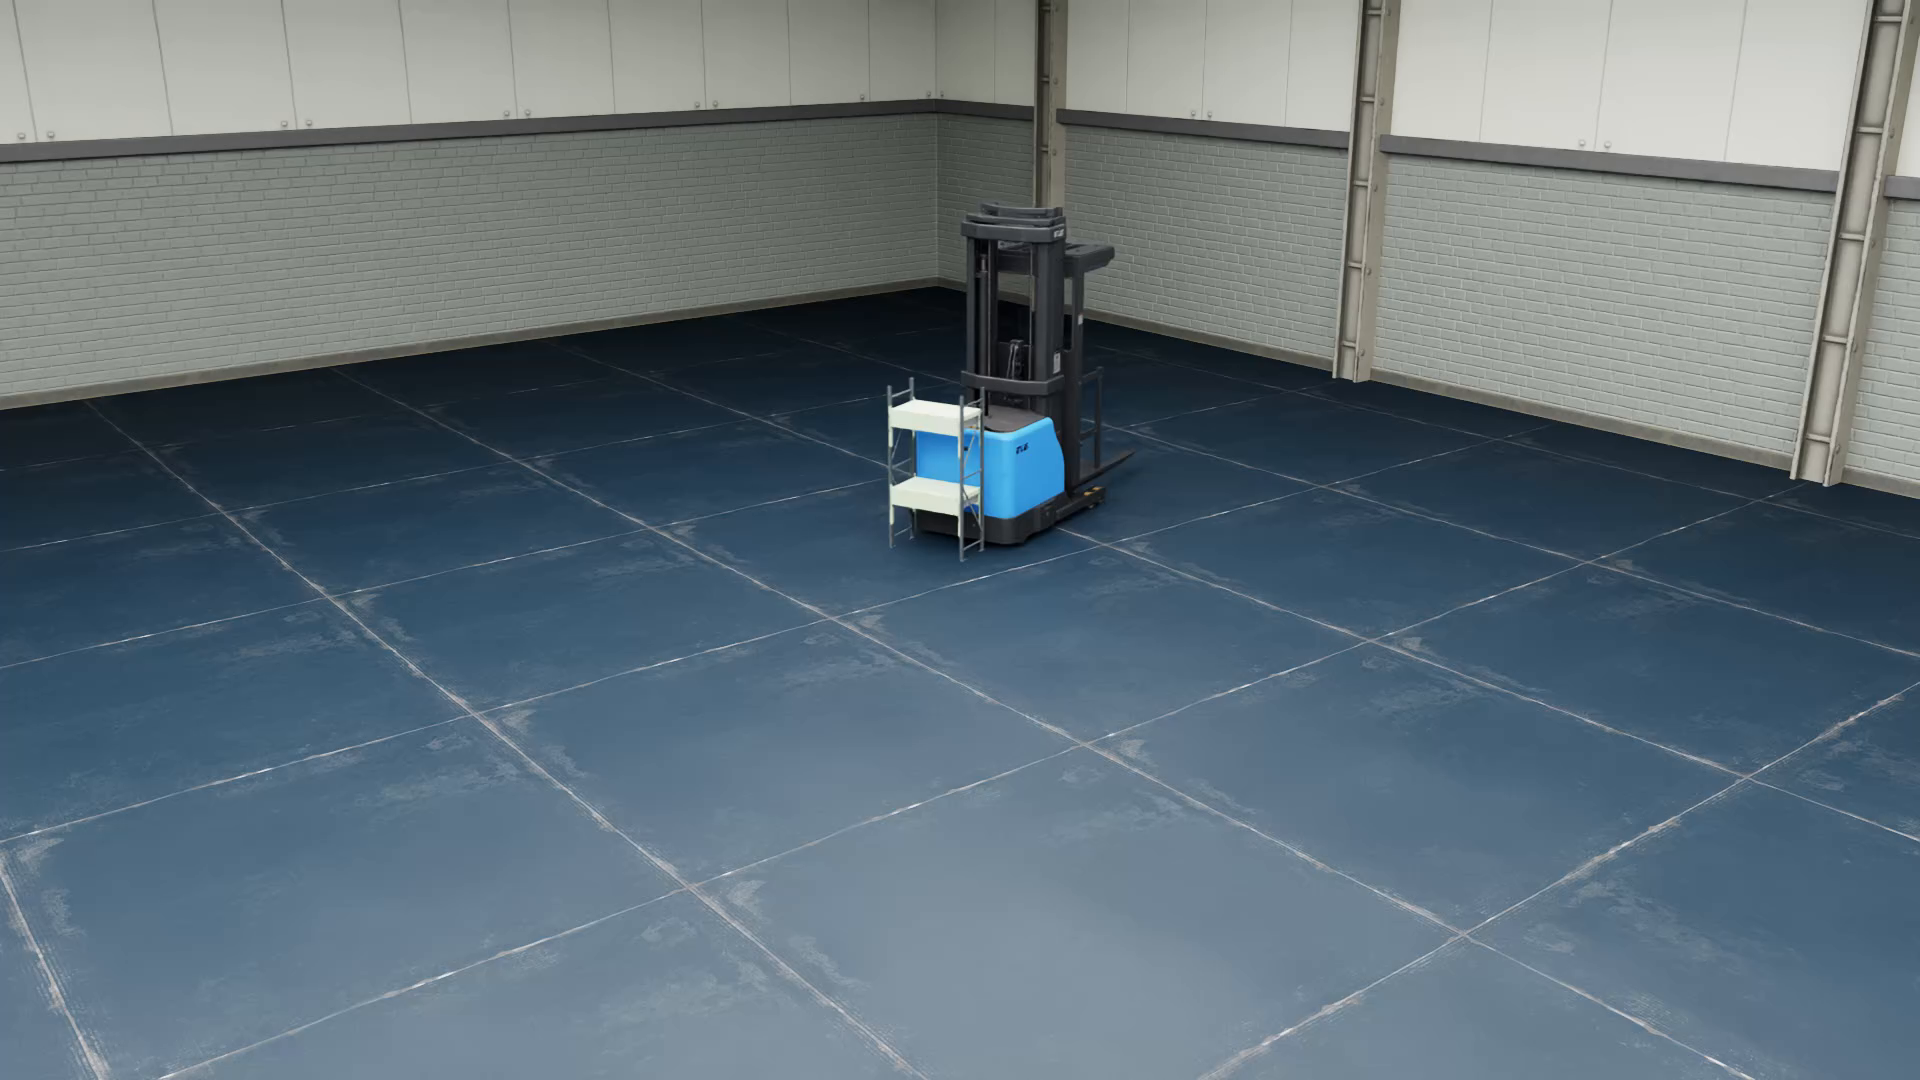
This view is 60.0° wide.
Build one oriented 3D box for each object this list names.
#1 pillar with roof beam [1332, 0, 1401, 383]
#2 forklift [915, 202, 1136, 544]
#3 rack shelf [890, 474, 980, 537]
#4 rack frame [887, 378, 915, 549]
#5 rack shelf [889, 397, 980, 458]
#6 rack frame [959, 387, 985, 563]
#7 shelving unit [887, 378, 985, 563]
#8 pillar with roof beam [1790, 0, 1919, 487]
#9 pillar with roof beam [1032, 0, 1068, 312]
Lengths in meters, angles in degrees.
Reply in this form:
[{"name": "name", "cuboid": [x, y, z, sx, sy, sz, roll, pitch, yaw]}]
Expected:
[{"name": "pillar with roof beam", "cuboid": [1.708, -5.529, 17.631, 9.100, 9.000, 0.400, -14, 23, -36]}, {"name": "forklift", "cuboid": [0.777, -1.763, 15.912, 1.130, 2.935, 3.031, 11, 21, 29]}, {"name": "rack shelf", "cuboid": [-0.211, -0.317, 14.859, 0.720, 0.370, 0.431, 10, 21, 29]}, {"name": "rack frame", "cuboid": [-0.526, -0.685, 14.932, 0.023, 1.500, 0.400, 10, 21, 29]}, {"name": "rack shelf", "cuboid": [-0.211, -0.997, 14.634, 0.720, 0.370, 0.431, 10, 21, 29]}, {"name": "rack frame", "cuboid": [0.105, -0.568, 14.581, 0.023, 1.500, 0.400, 10, 21, 29]}, {"name": "shelving unit", "cuboid": [-0.211, -0.627, 14.757, 0.755, 1.500, 0.431, 10, 21, 29]}, {"name": "pillar with roof beam", "cuboid": [5.434, -4.050, 13.166, 9.100, 9.000, 0.400, -14, 23, -36]}, {"name": "pillar with roof beam", "cuboid": [-2.017, -7.007, 22.096, 9.100, 9.000, 0.400, -14, 23, -36]}]
